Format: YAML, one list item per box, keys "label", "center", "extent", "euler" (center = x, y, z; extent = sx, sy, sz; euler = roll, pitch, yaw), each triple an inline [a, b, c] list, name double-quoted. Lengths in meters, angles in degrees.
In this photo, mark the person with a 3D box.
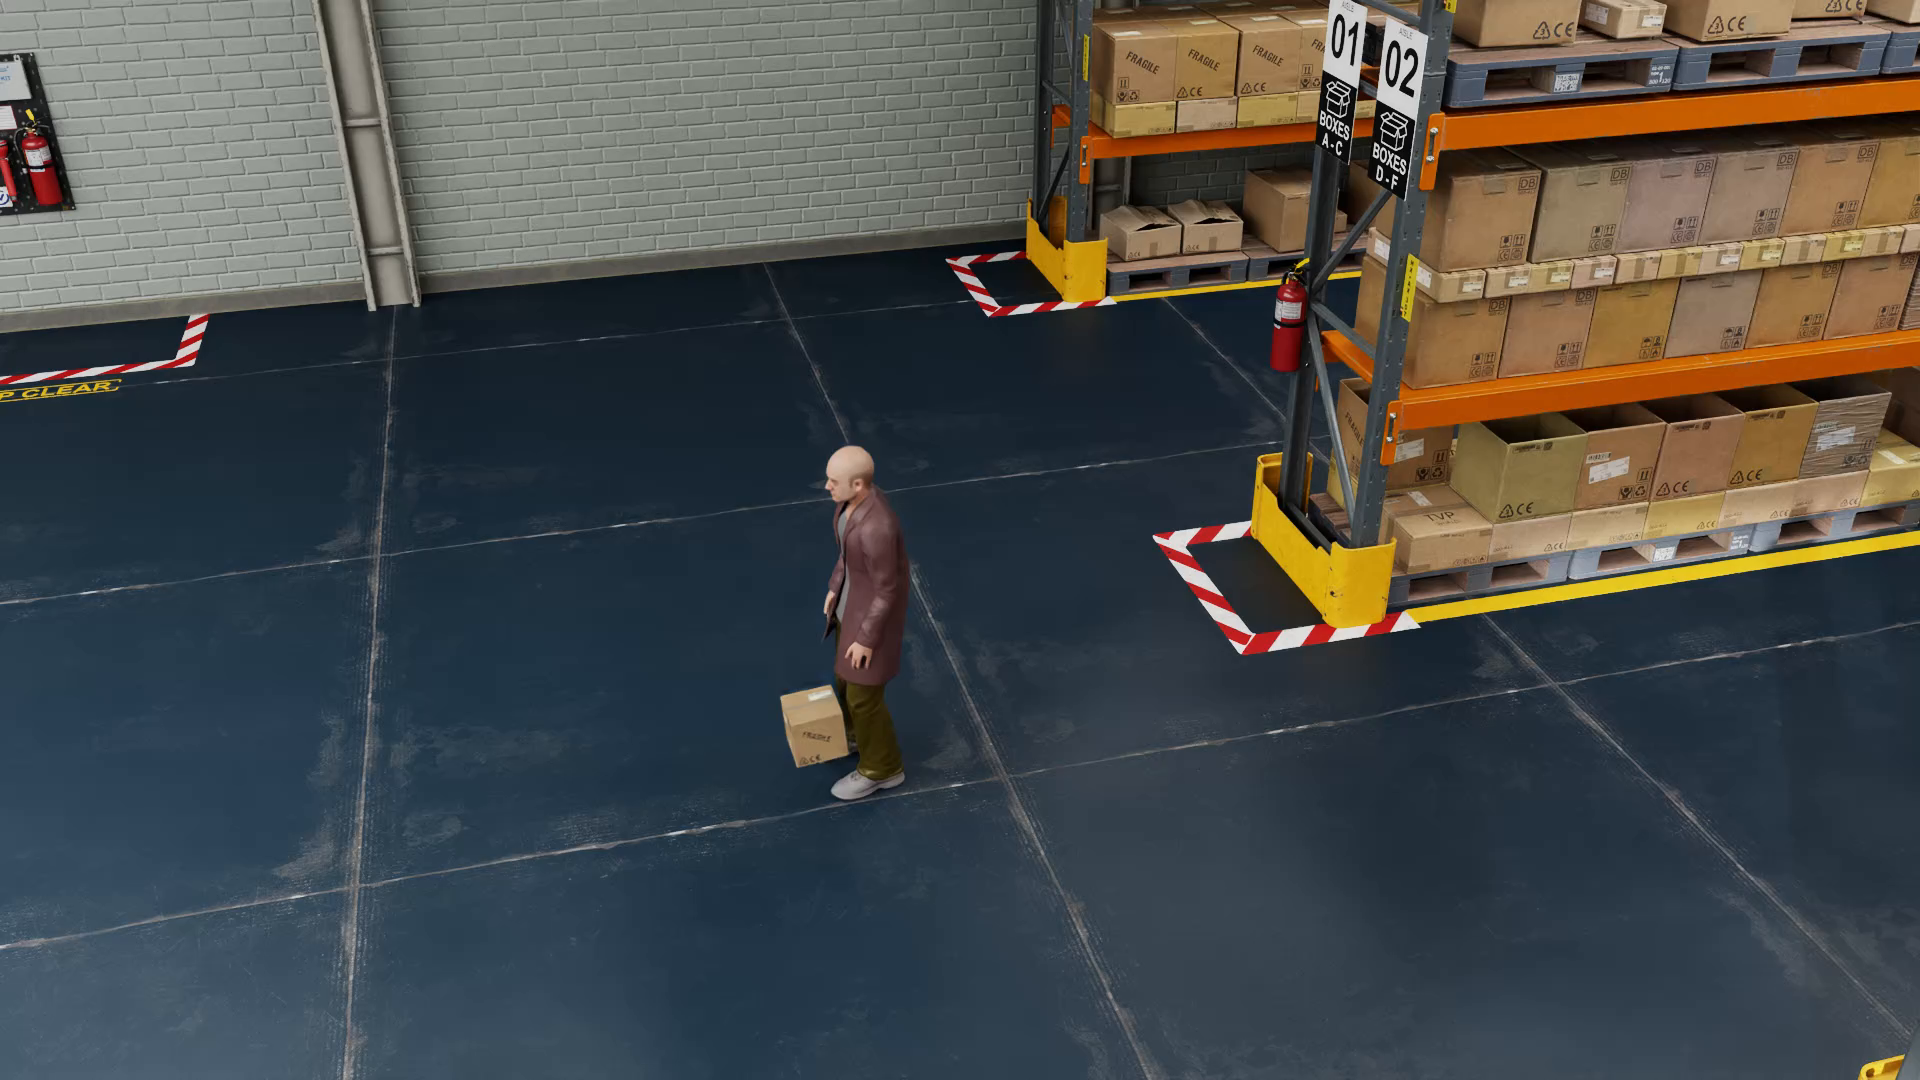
- label: "person"
  center: [-0.449, 0.359, 7.632]
  extent: [0.425, 1.775, 0.601]
  euler: [-9, 31, -15]
